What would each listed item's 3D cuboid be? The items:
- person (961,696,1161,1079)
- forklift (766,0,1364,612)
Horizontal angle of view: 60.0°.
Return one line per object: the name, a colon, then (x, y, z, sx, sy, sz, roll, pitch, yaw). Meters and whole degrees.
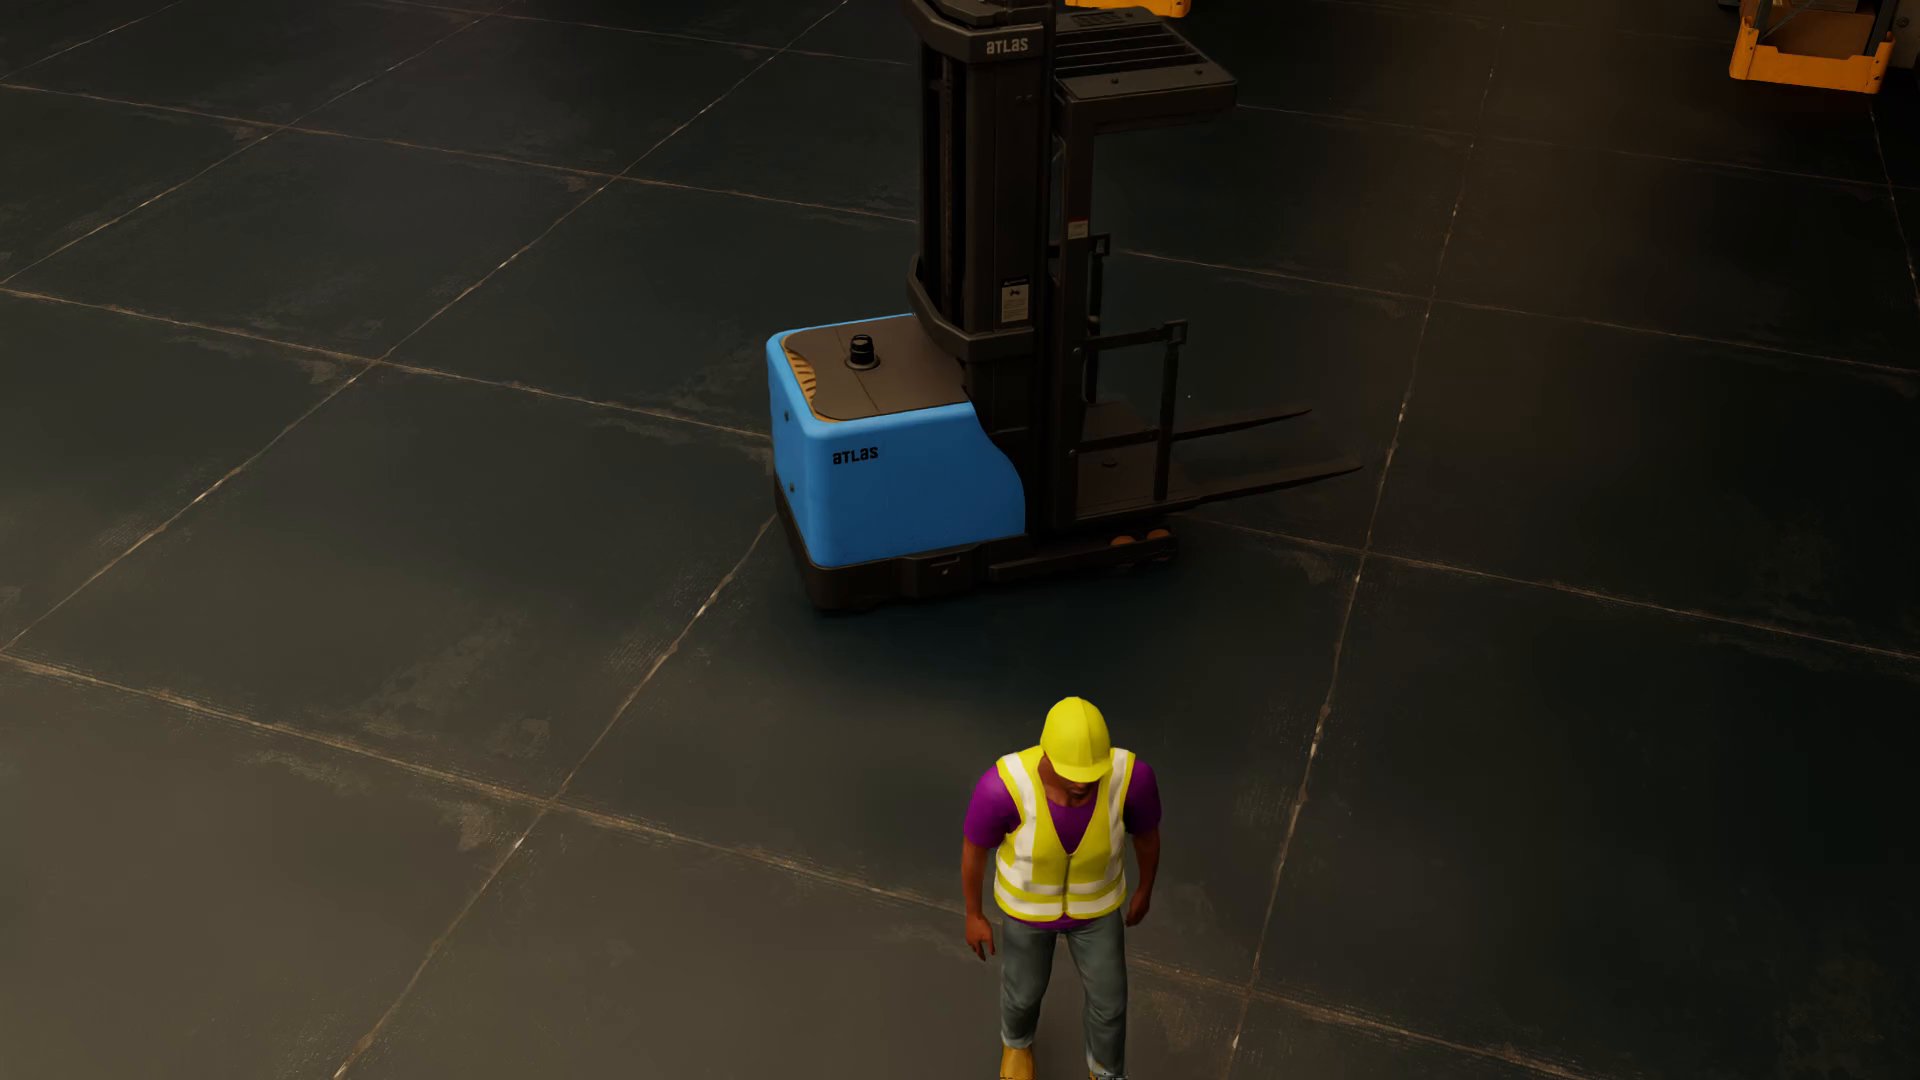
person: (0.333, 1.222, 5.429, 0.653, 1.779, 0.499, -2, 35, -3)
forklift: (0.600, -1.334, 7.992, 3.031, 2.935, 1.130, -10, 37, -14)
